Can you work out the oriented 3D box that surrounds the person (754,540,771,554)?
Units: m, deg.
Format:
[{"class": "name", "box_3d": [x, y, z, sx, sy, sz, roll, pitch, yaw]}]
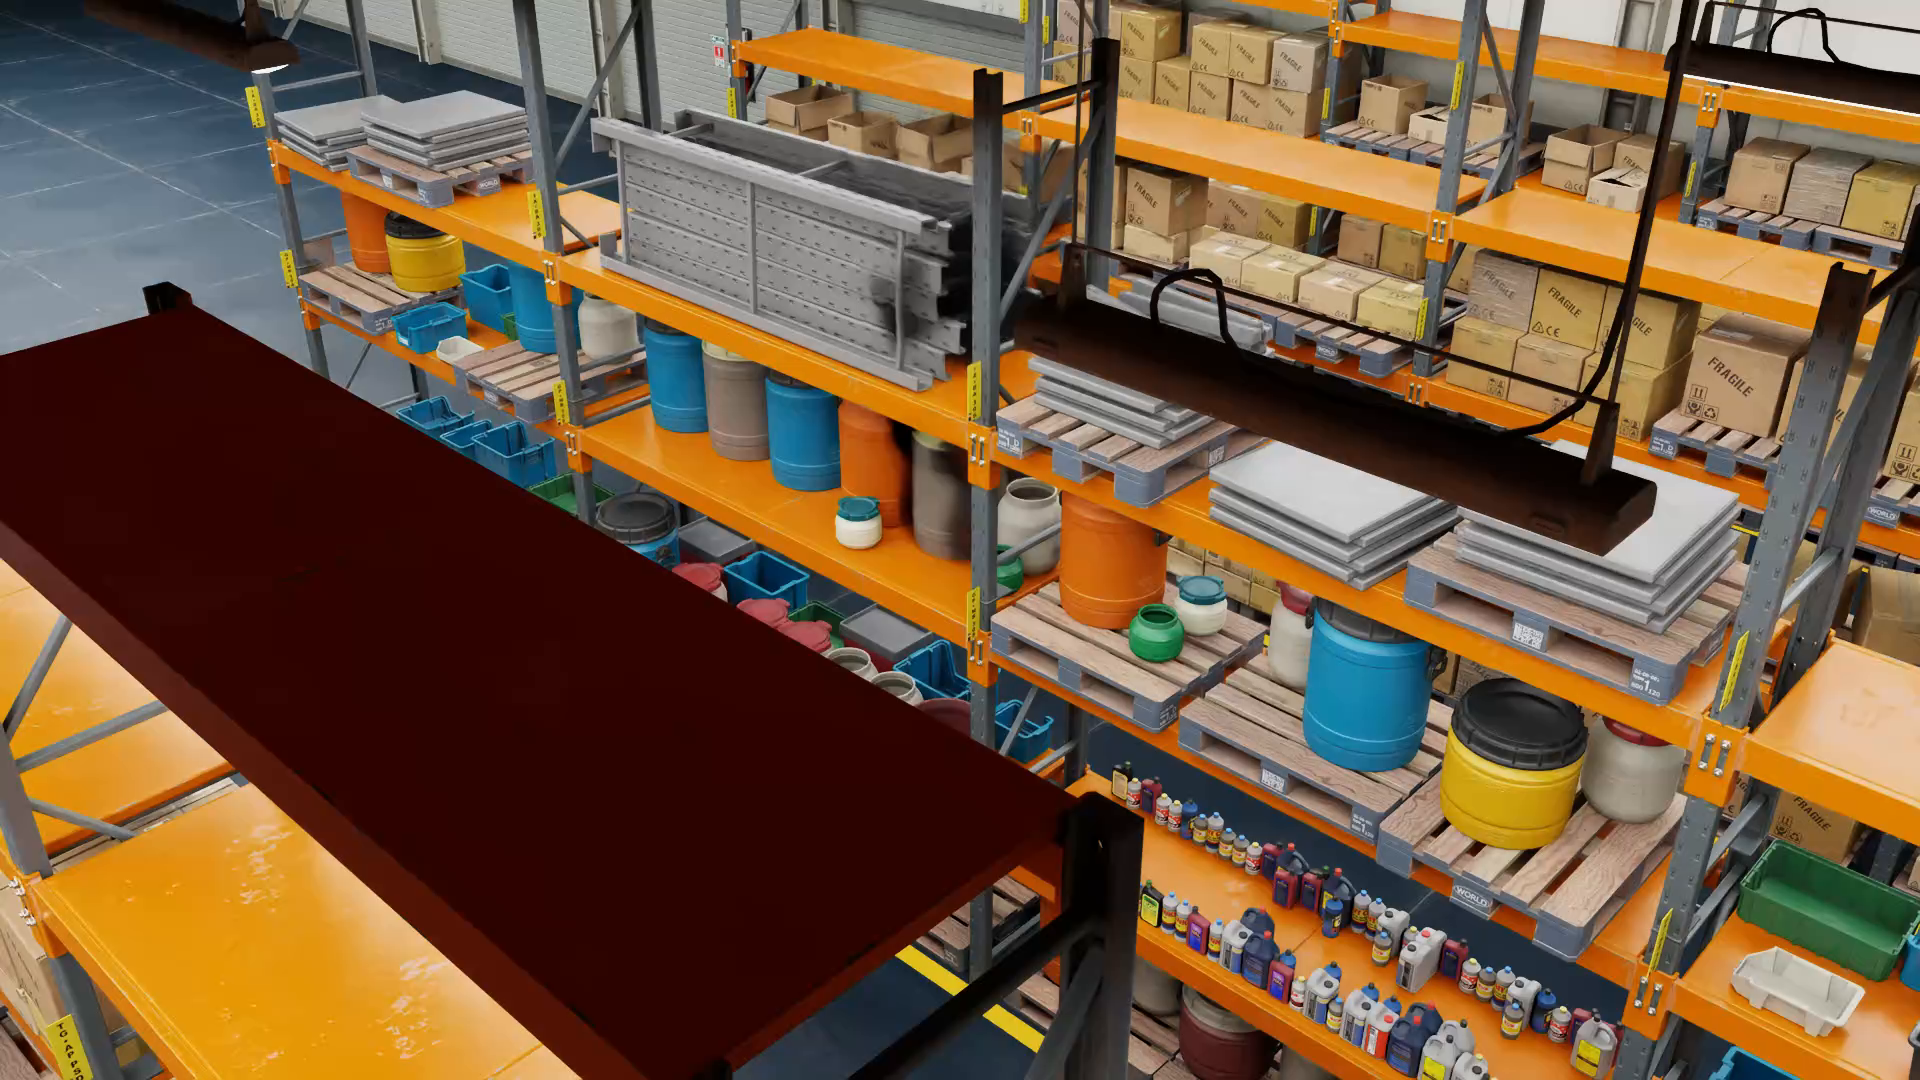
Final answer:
[{"class": "person", "box_3d": [-1.837, -0.153, 14.760, 0.599, 1.668, 0.611, 25, 38, 37]}]
